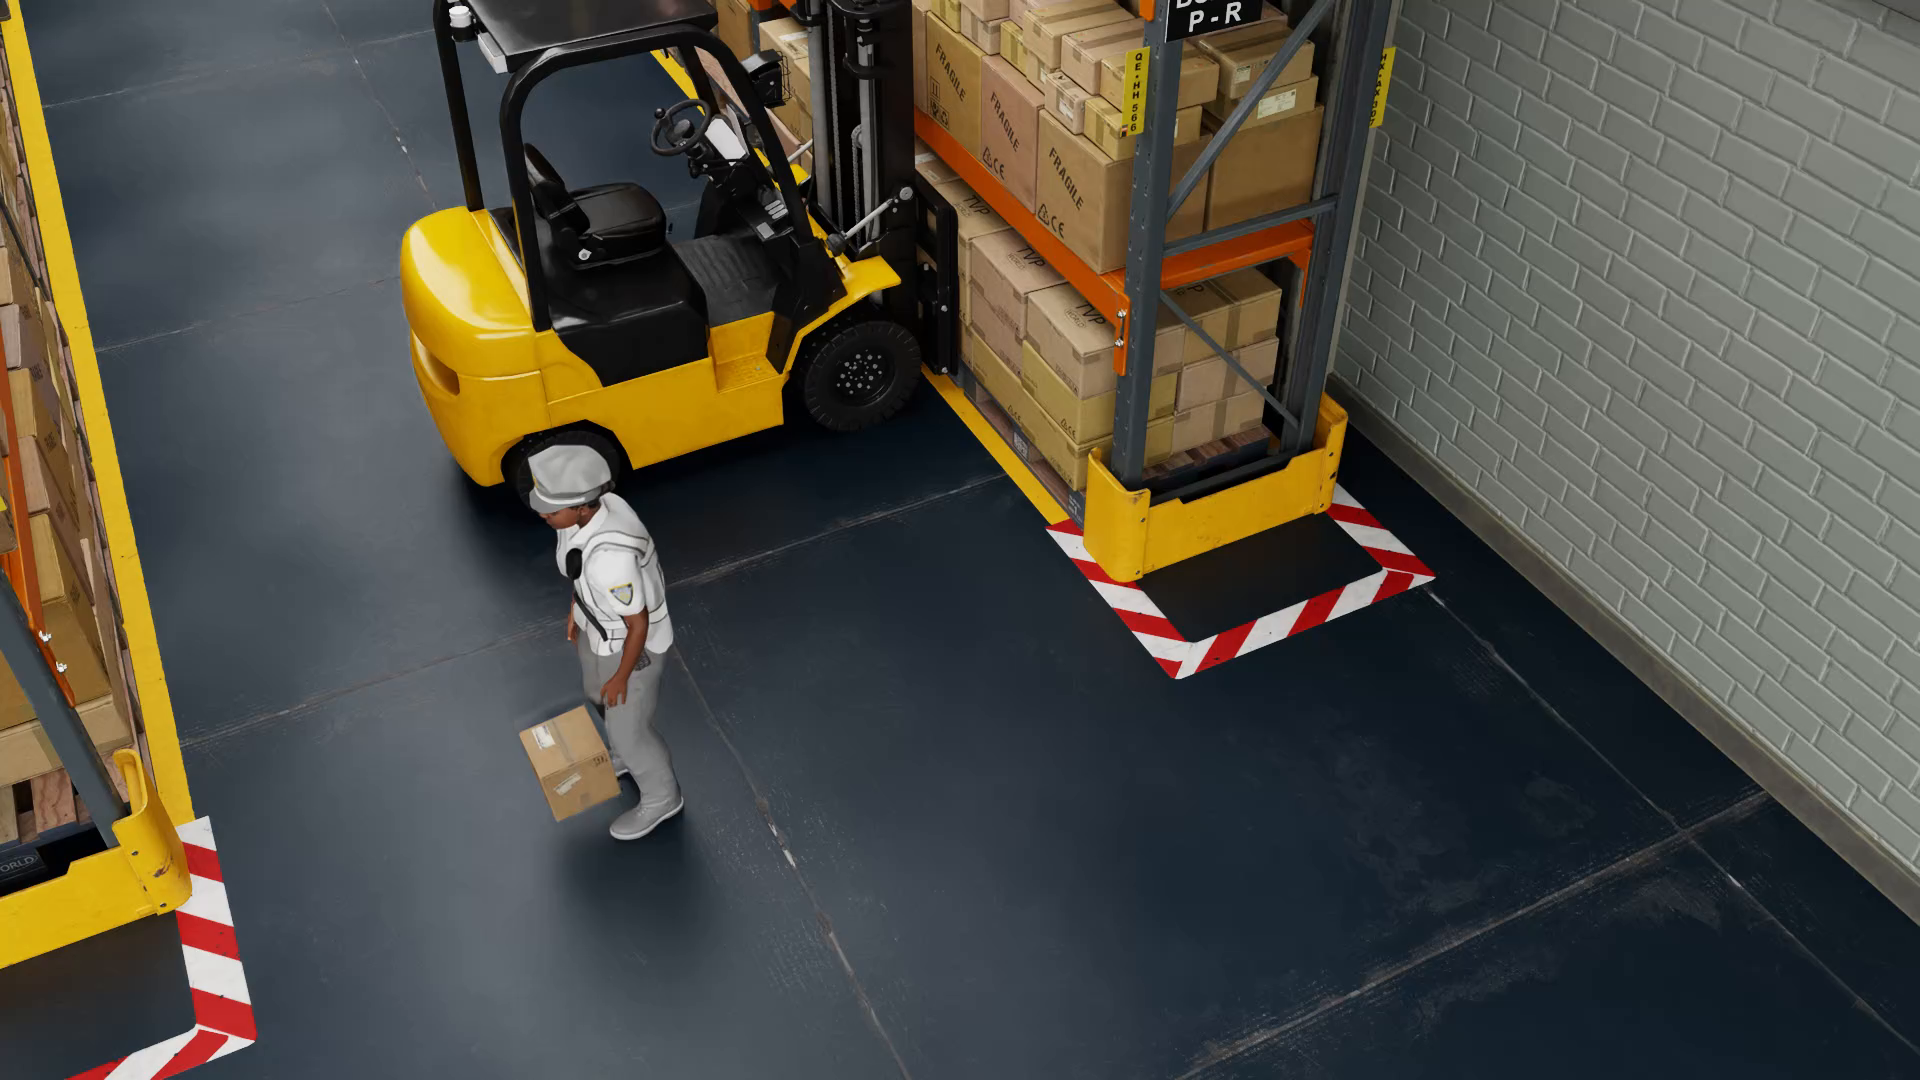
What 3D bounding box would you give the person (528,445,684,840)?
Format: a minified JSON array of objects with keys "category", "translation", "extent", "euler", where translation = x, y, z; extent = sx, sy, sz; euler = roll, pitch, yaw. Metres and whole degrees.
[{"category":"person","translation":[-1.198,0.342,5.768],"extent":[0.374,1.665,0.498],"euler":[-20,45,-21]}]
